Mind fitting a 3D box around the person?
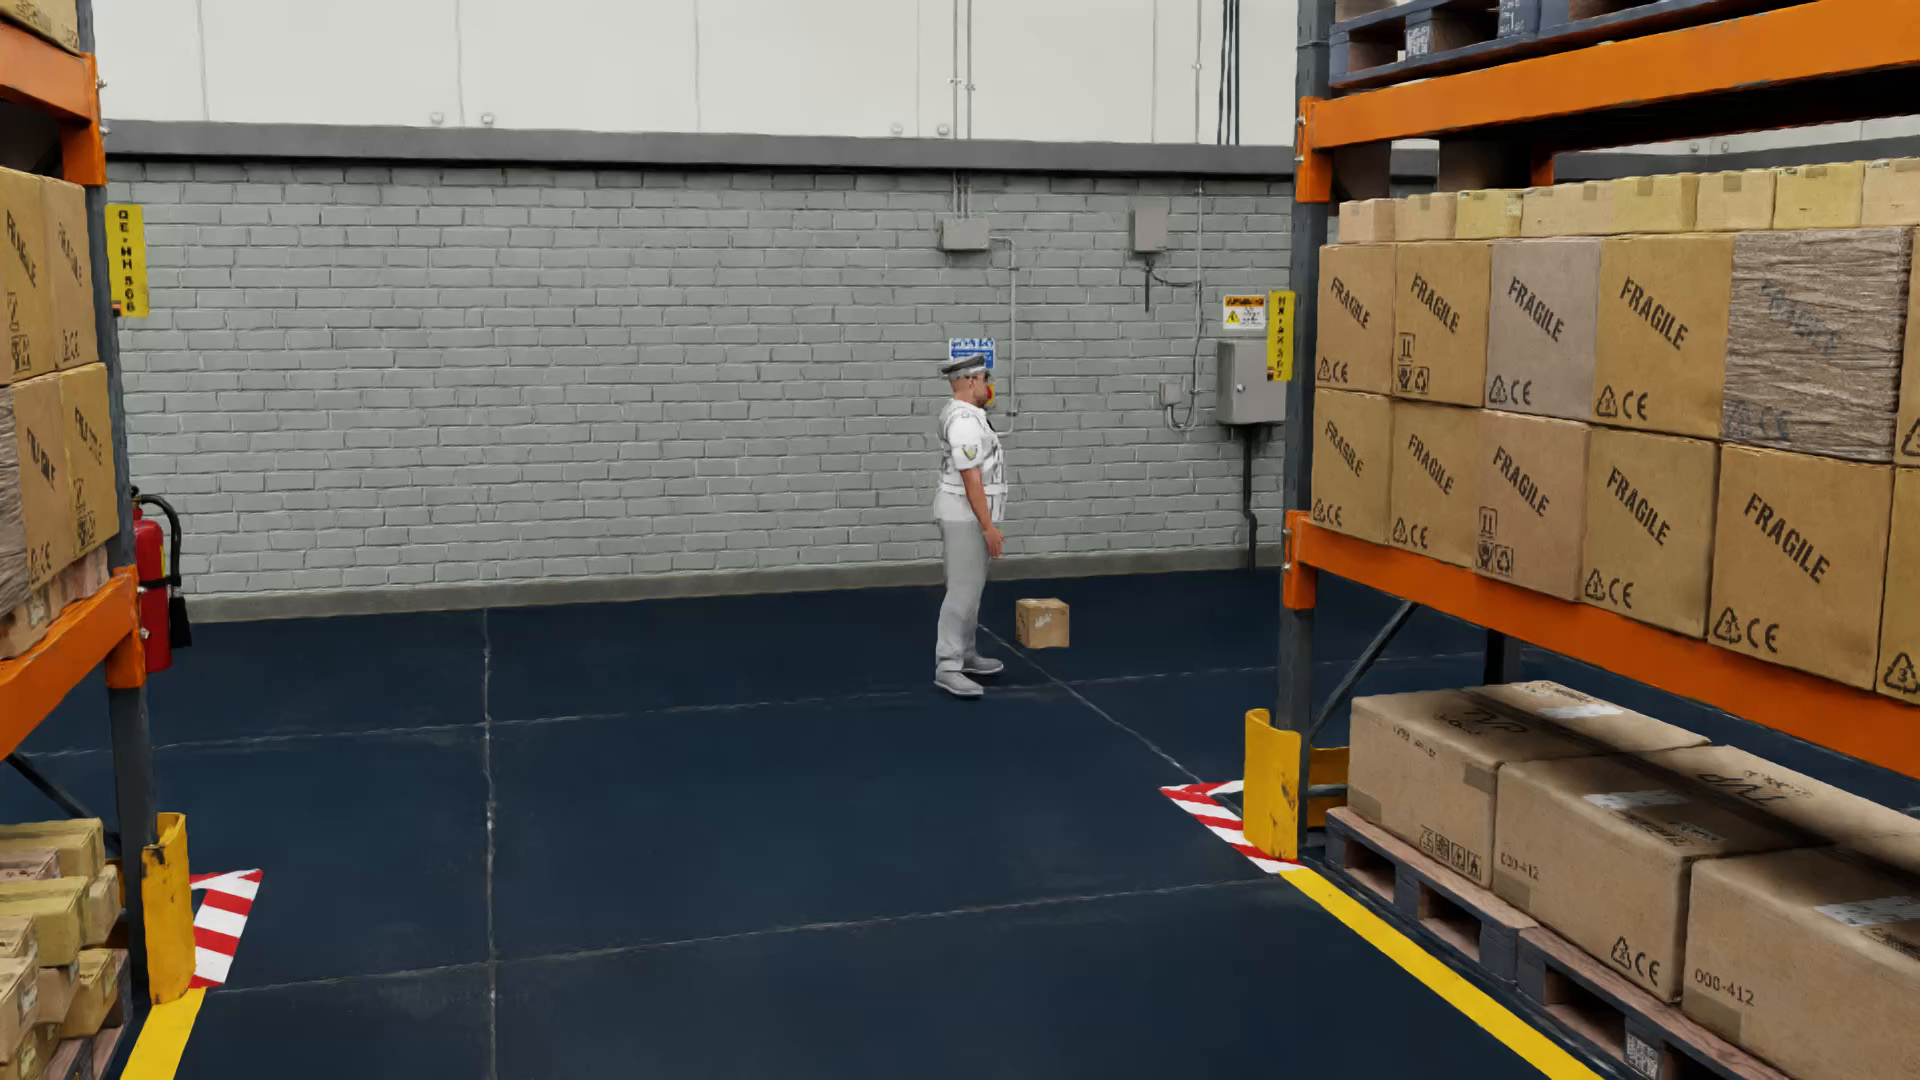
[{"bbox_3d":[0.053,-0.106,8.829,0.398,1.770,0.691,0,9,-3],"label":"person"}]
